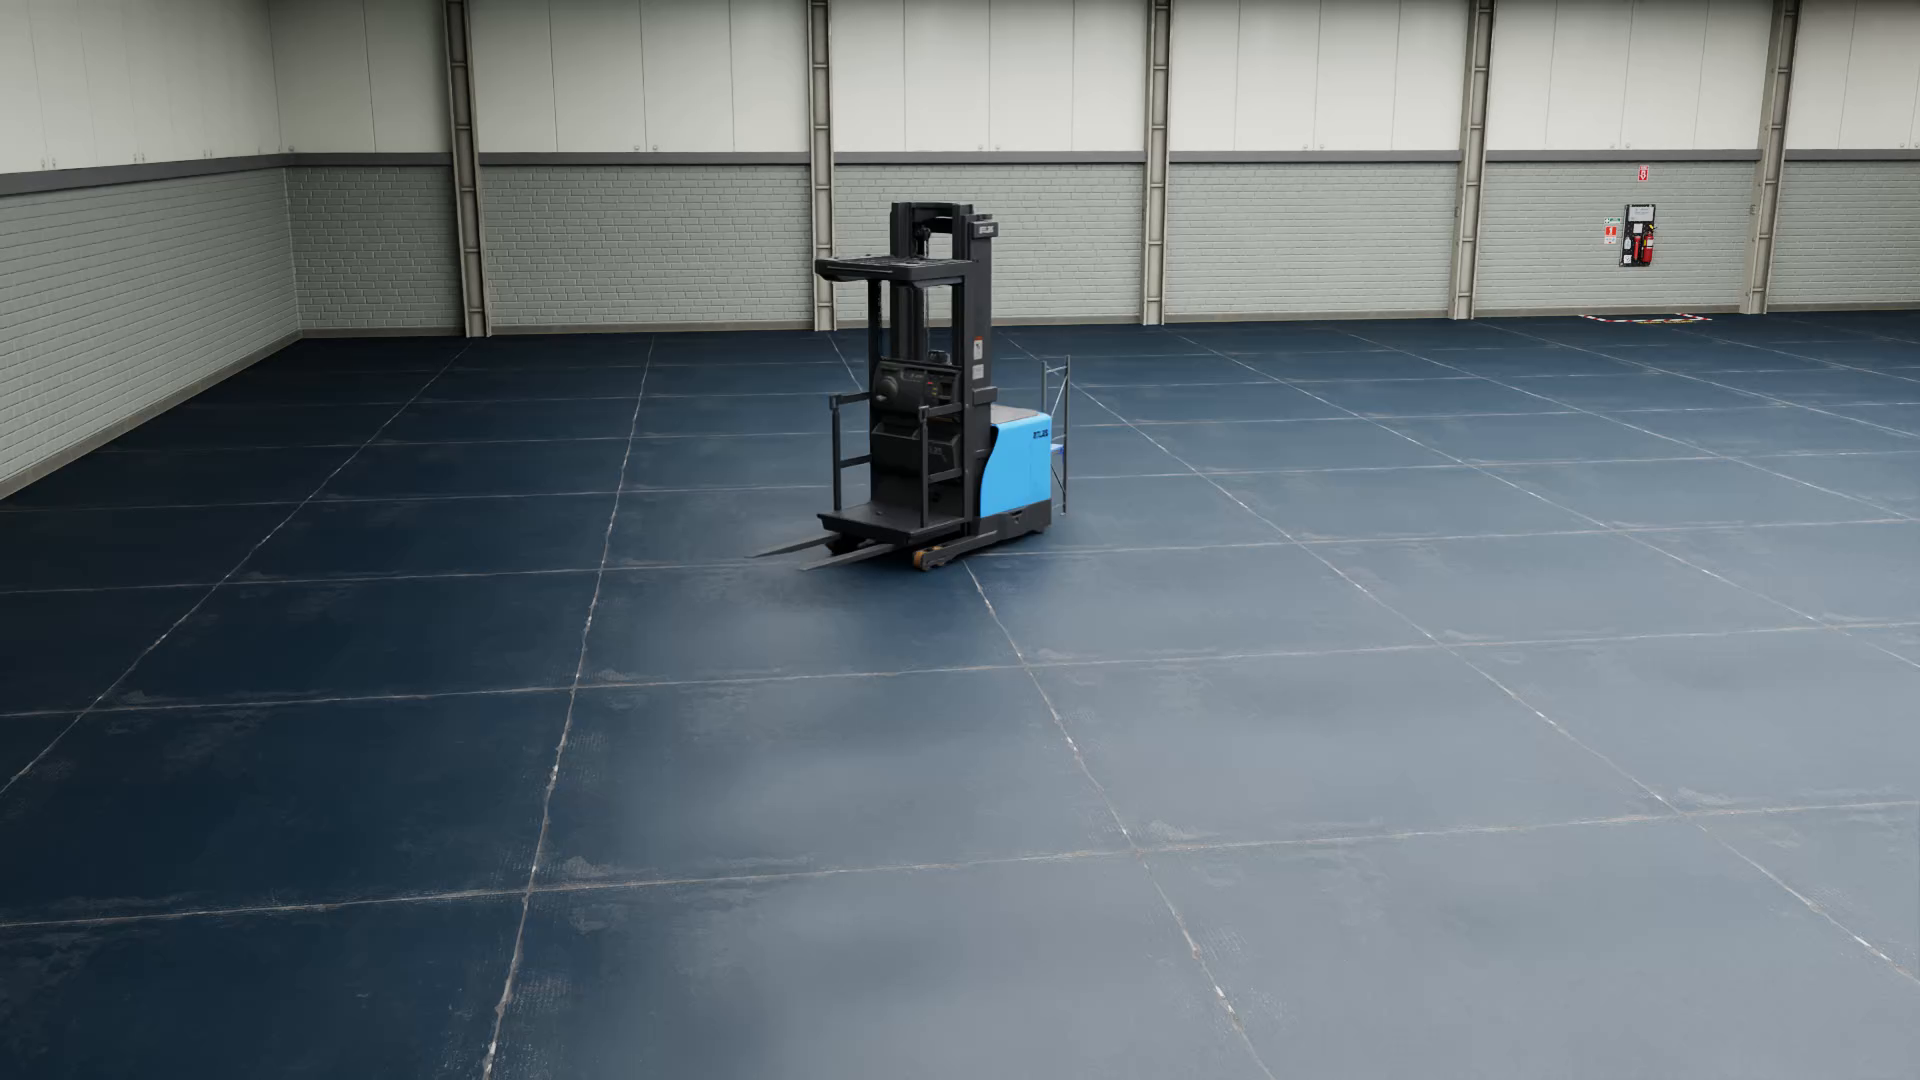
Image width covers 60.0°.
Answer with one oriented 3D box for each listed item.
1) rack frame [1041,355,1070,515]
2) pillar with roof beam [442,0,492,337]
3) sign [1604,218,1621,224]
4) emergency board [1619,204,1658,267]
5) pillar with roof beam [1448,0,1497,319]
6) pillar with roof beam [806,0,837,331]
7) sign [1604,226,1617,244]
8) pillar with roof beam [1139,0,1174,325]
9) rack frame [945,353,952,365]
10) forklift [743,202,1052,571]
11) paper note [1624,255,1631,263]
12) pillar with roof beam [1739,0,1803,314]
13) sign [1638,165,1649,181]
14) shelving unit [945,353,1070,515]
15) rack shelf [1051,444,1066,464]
[{"bbox_3d":[0.876,-0.930,15.348,0.032,1.500,0.500,8,16,30],"label":"rack frame"},{"bbox_3d":[-7.701,-6.869,23.611,0.400,9.000,9.100,-2,14,-8],"label":"pillar with roof beam"},{"bbox_3d":[12.384,-6.061,31.560,0.331,0.109,0.001,-2,14,-8],"label":"sign"},{"bbox_3d":[12.941,-5.784,31.617,0.643,1.169,0.194,-2,14,-8],"label":"emergency board"},{"bbox_3d":[10.098,-7.521,26.212,0.400,9.000,9.100,-2,14,-8],"label":"pillar with roof beam"},{"bbox_3d":[-1.768,-7.086,24.478,0.400,9.000,9.100,-2,14,-8],"label":"pillar with roof beam"},{"bbox_3d":[12.378,-5.806,31.632,0.234,0.329,0.001,-2,14,-8],"label":"sign"},{"bbox_3d":[4.165,-7.303,25.345,0.400,9.000,9.100,-2,14,-8],"label":"pillar with roof beam"},{"bbox_3d":[0.006,-1.058,15.859,0.032,1.500,0.500,8,16,30],"label":"rack frame"},{"bbox_3d":[-0.504,-1.304,13.897,1.130,2.935,3.031,12,18,39],"label":"forklift"},{"bbox_3d":[12.755,-5.367,31.765,0.142,0.148,0.016,-2,14,-8],"label":"paper note"},{"bbox_3d":[16.031,-7.738,27.079,0.400,9.000,9.100,-2,14,-8],"label":"pillar with roof beam"},{"bbox_3d":[12.918,-6.932,31.430,0.199,0.298,0.001,-2,14,-8],"label":"sign"},{"bbox_3d":[0.441,-0.994,15.603,1.048,1.500,0.538,8,16,30],"label":"shelving unit"},{"bbox_3d":[0.441,-0.820,15.647,1.000,0.185,0.538,8,16,30],"label":"rack shelf"}]
